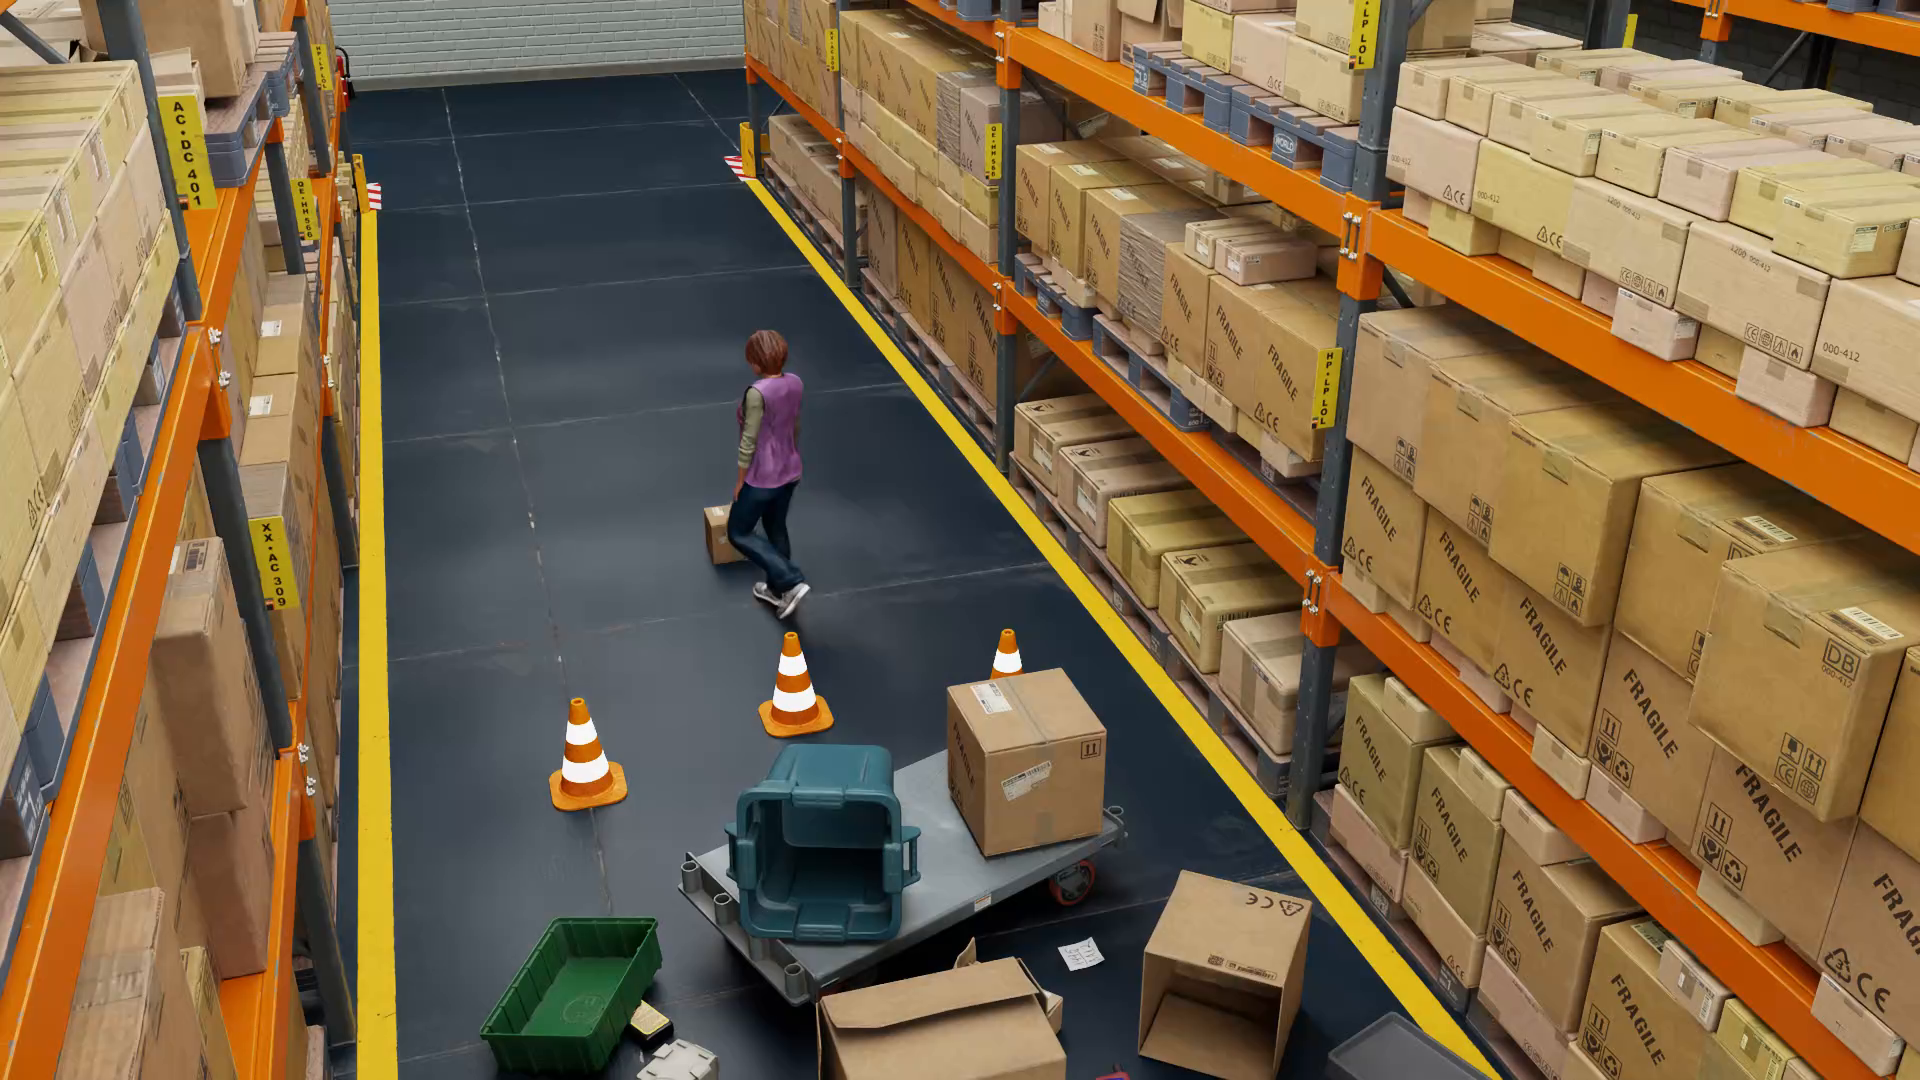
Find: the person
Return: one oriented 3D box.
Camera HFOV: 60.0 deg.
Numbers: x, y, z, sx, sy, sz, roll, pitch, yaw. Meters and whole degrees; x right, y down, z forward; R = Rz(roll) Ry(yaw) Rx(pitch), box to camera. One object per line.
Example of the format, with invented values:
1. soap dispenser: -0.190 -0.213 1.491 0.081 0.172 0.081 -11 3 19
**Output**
1. person: -0.979 -0.319 8.728 0.537 1.588 0.449 17 31 30
